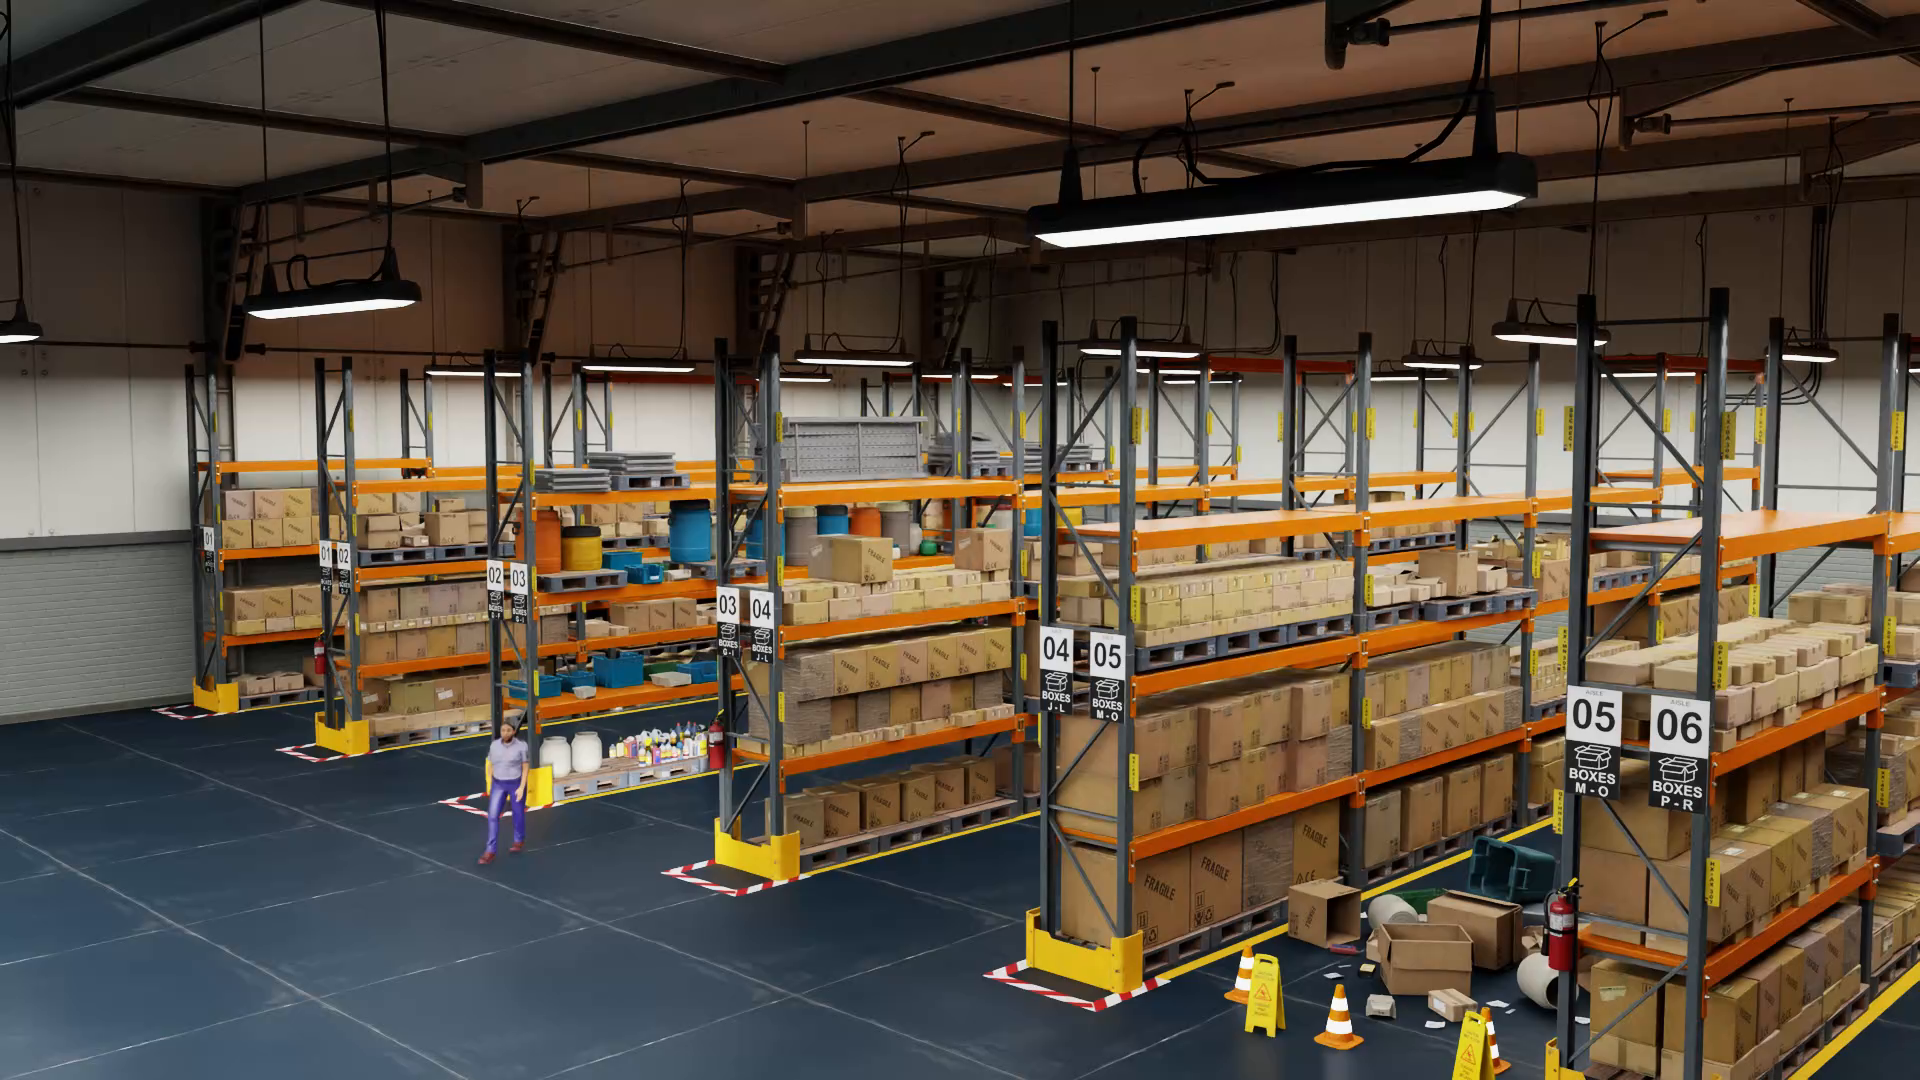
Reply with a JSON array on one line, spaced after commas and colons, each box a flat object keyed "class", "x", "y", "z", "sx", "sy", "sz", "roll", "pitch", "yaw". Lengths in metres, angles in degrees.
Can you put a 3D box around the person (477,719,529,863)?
[{"class": "person", "x": -5.264, "y": 2.870, "z": 19.231, "sx": 0.560, "sy": 1.599, "sz": 0.932, "roll": -1, "pitch": 4, "yaw": -9}]
